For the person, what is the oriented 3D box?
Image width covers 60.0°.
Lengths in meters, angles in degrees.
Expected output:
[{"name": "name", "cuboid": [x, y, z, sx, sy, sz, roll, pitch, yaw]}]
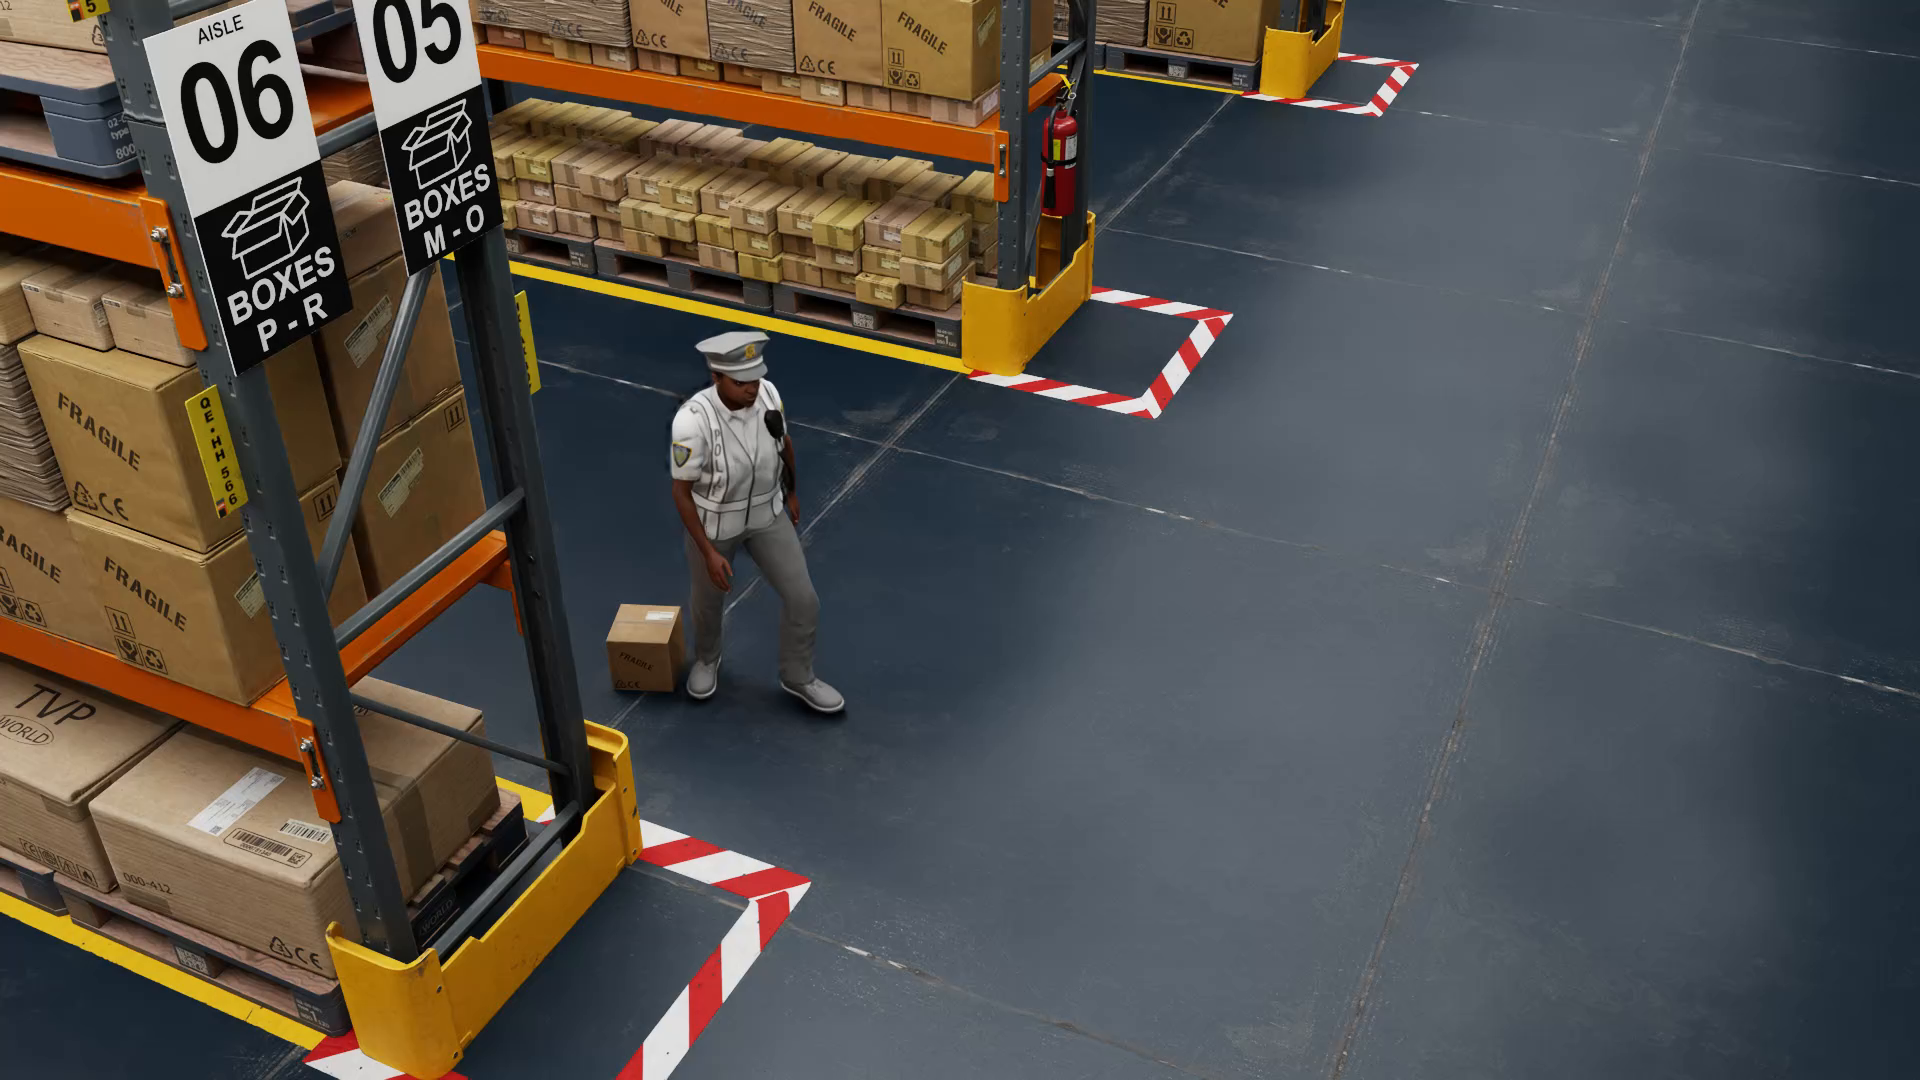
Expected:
[{"name": "person", "cuboid": [-0.823, -0.073, 6.239, 0.553, 1.644, 0.618, -18, 38, -25]}]
